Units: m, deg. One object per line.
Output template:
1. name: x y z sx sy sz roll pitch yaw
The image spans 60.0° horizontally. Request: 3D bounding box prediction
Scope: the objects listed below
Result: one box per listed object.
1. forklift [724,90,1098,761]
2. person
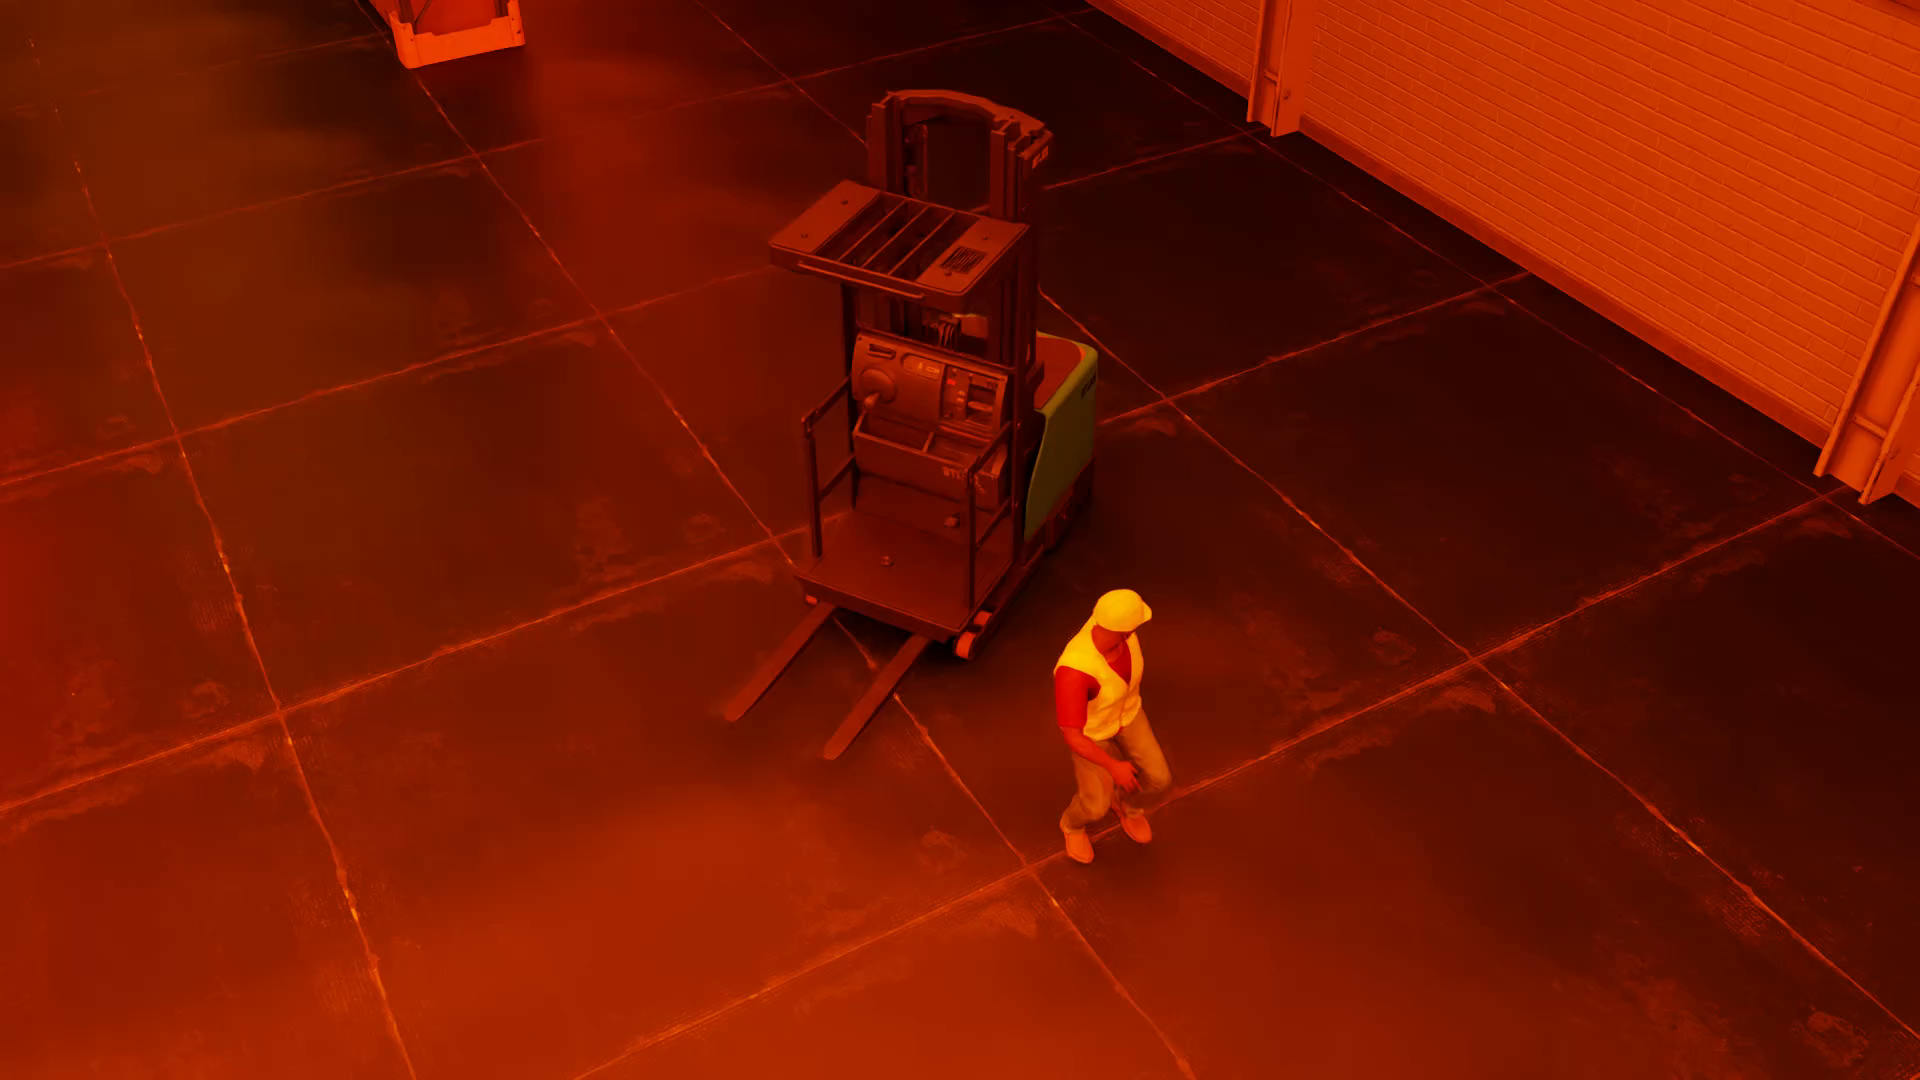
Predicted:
1. forklift: -0.267 -0.772 8.967 1.130 2.935 3.031 18 43 21
2. person: 0.702 0.876 7.975 0.753 1.712 0.753 -26 46 -28
